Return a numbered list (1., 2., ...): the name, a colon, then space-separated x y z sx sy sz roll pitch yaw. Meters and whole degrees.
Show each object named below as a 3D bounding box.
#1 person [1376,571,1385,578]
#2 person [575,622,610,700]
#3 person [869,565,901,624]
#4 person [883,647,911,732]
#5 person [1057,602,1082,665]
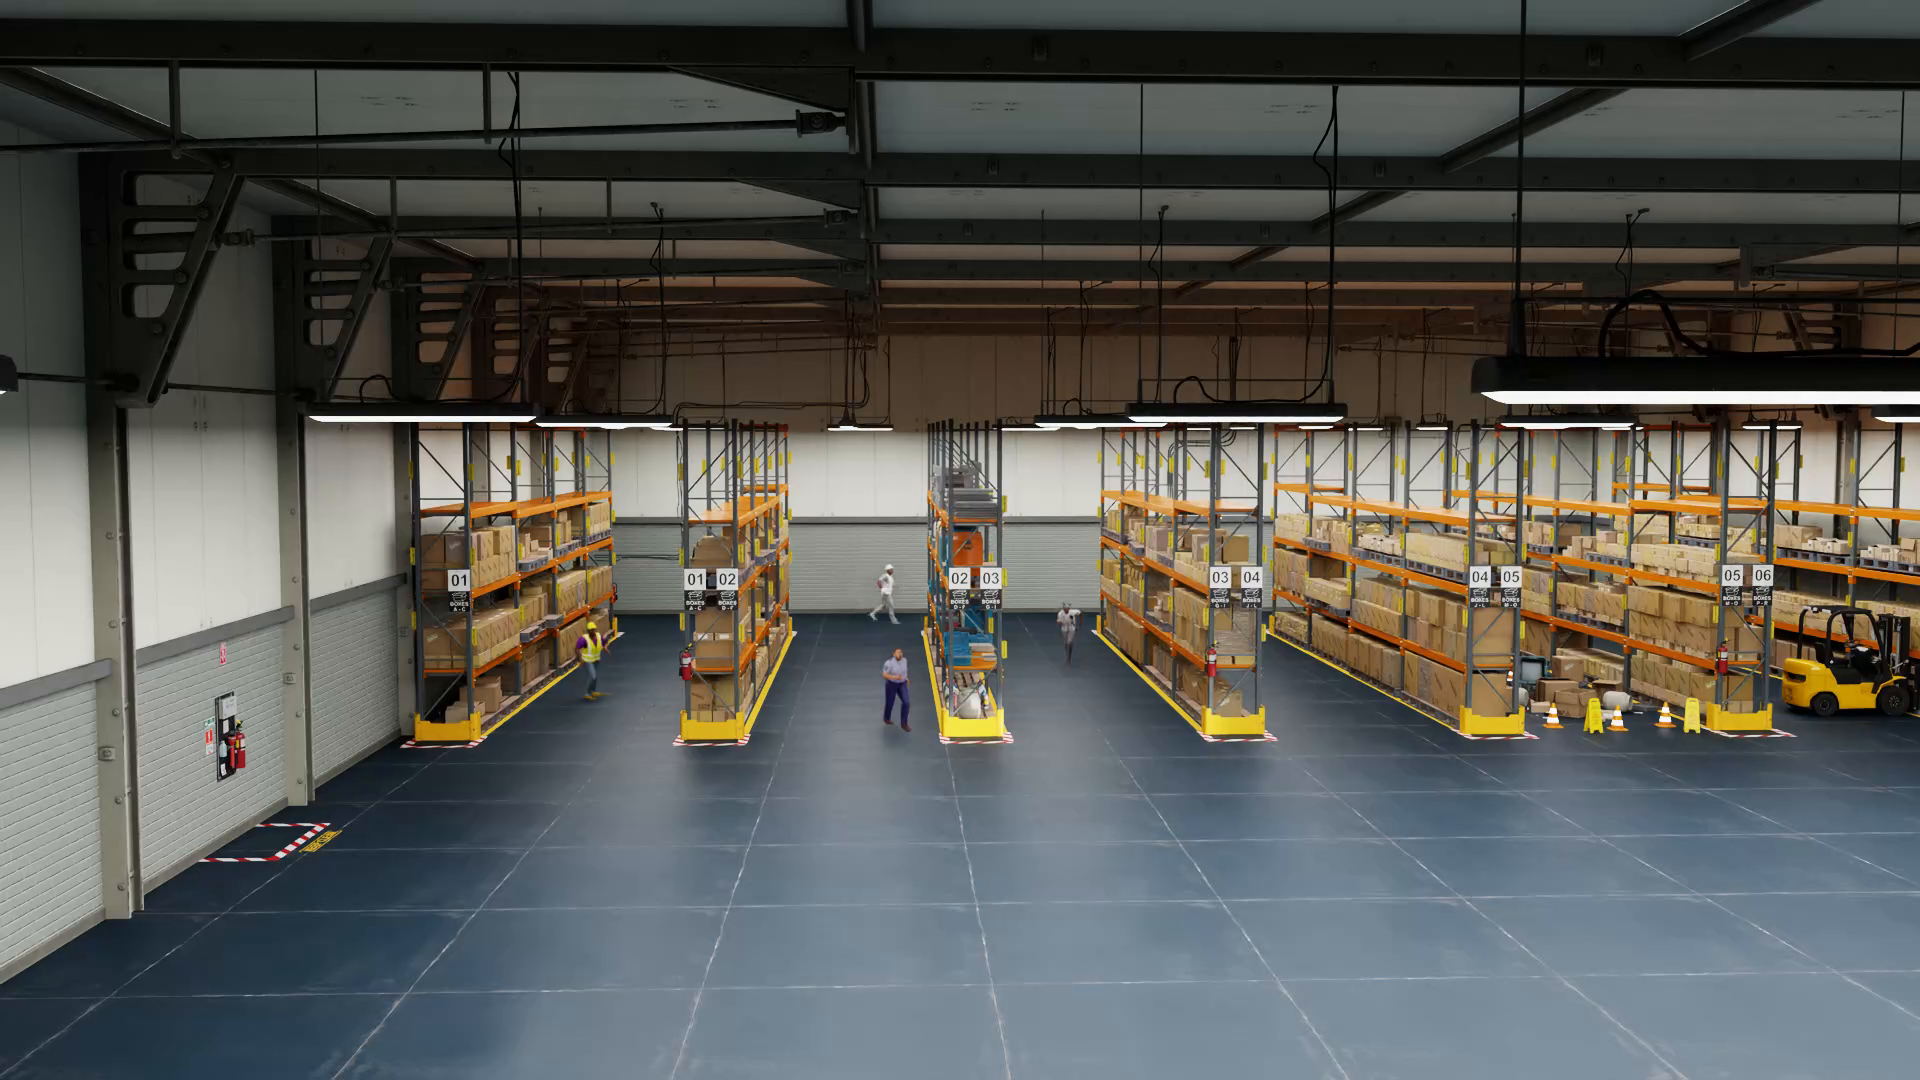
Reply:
1. person: 12.482 1.755 49.100 0.955 1.677 0.571 0 4 1
2. person: -7.899 2.601 35.847 0.806 1.700 0.709 3 4 35
3. person: -2.234 1.632 50.016 0.952 1.784 0.635 0 4 5
4. person: -1.244 2.872 32.144 0.609 1.635 0.896 -2 4 -23
5. person: 2.733 2.317 41.388 0.620 1.610 0.956 1 4 12
